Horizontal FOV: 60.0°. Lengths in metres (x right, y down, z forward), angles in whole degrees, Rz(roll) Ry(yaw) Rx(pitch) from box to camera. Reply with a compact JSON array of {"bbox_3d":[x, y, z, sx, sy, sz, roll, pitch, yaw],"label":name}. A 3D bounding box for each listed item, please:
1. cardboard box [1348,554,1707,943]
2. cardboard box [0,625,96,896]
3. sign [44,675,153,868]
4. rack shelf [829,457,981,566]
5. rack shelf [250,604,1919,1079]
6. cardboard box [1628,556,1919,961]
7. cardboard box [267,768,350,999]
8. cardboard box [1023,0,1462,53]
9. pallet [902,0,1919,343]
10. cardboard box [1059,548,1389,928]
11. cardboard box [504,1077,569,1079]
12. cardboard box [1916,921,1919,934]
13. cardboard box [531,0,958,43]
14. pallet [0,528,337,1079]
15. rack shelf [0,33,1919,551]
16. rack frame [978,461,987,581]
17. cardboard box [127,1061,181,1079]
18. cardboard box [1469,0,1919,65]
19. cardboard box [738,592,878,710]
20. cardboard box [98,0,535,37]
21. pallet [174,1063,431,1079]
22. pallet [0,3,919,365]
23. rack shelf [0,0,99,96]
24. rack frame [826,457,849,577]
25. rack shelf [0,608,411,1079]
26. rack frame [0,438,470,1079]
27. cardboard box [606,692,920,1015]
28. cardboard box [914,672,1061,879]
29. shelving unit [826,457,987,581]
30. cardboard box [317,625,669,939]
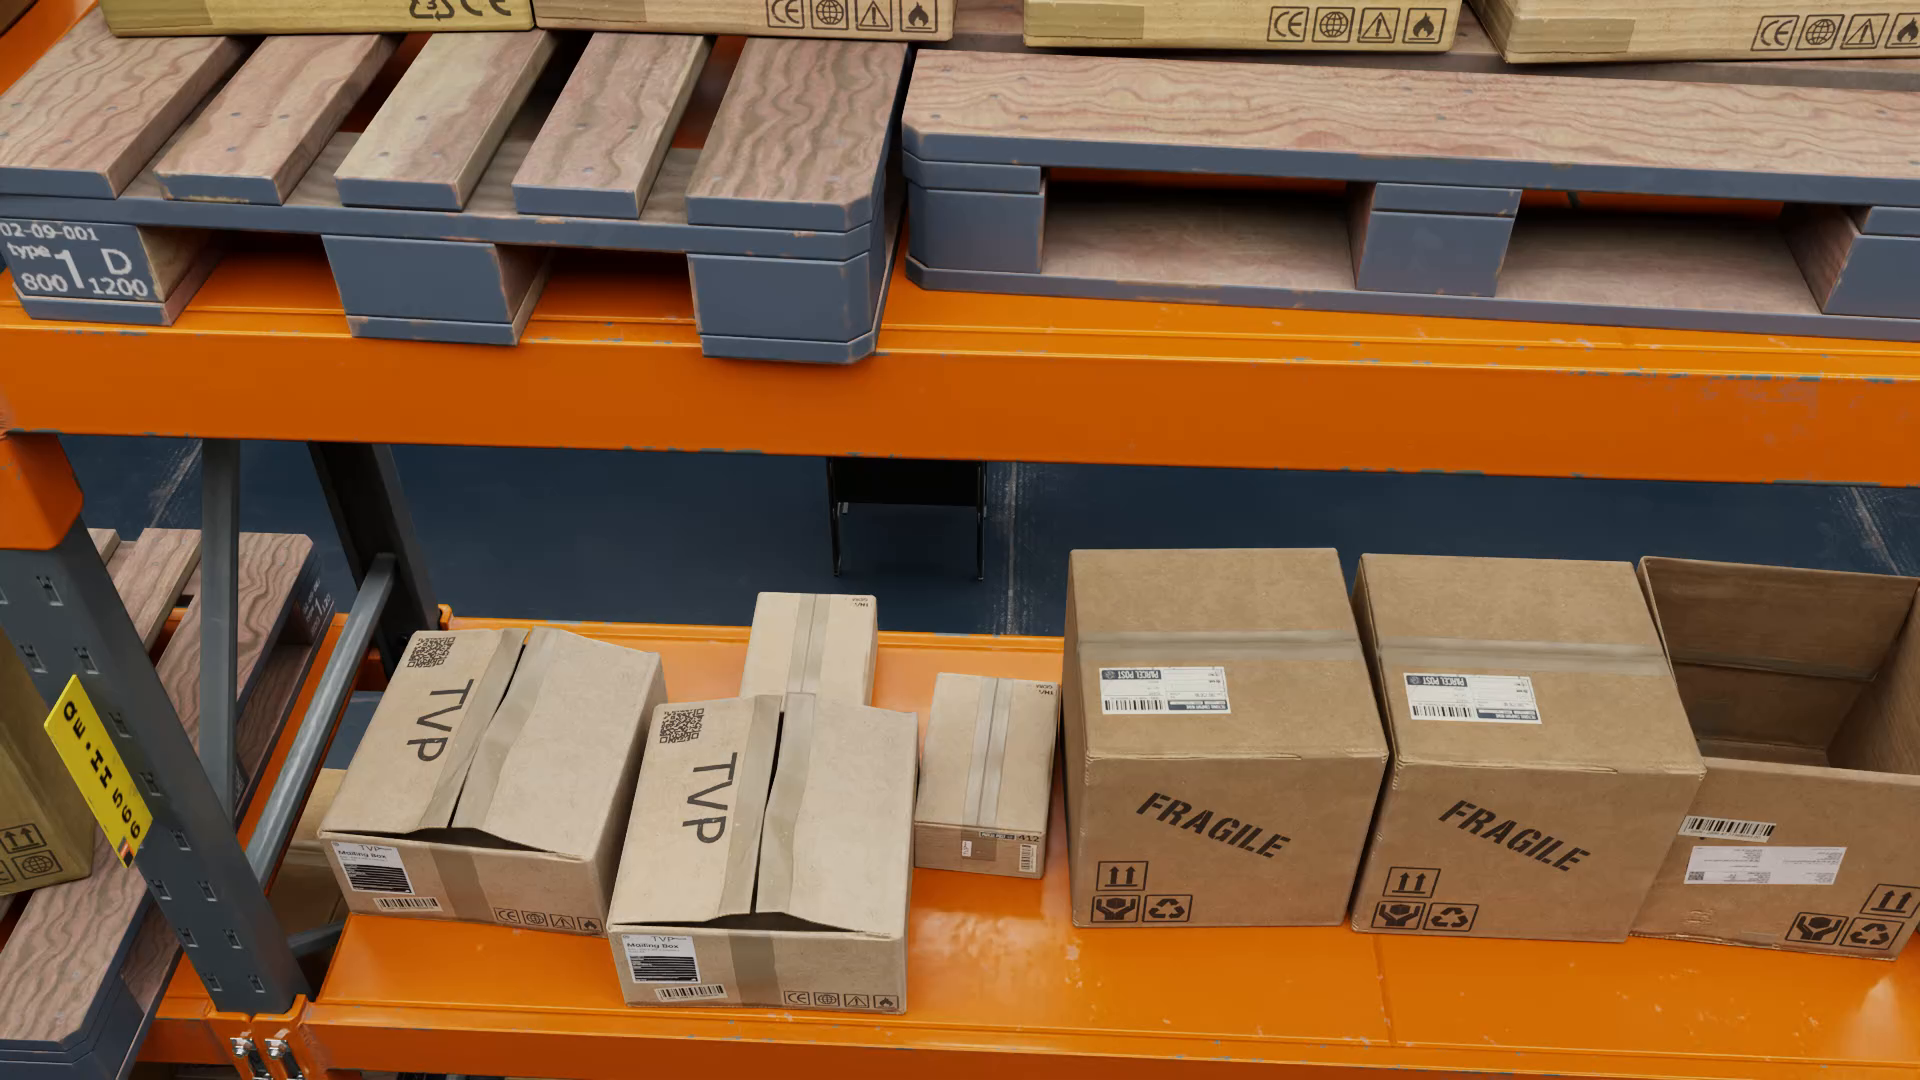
[{"bbox_3d":[0.982,0.381,3.067,0.500,0.500,0.500,2,43,2],"label":"cardboard box"},{"bbox_3d":[-1.855,0.228,2.923,0.500,0.500,0.700,-12,44,-12],"label":"cardboard box"},{"bbox_3d":[-1.236,0.336,2.397,0.005,0.325,0.100,2,43,2],"label":"sign"},{"bbox_3d":[-0.165,-0.251,5.526,0.480,0.518,0.431,2,43,2],"label":"rack shelf"},{"bbox_3d":[0.777,0.686,3.341,4.000,0.370,1.077,2,43,2],"label":"rack shelf"},{"bbox_3d":[1.482,0.397,3.050,0.500,0.500,0.500,5,43,5],"label":"cardboard box"},{"bbox_3d":[-1.663,0.906,4.088,0.500,0.500,0.500,3,43,4],"label":"cardboard box"},{"bbox_3d":[0.330,-0.831,2.042,0.500,0.250,0.500,1,43,1],"label":"cardboard box"},{"bbox_3d":[0.578,-0.675,2.212,1.213,0.211,1.003,4,43,4],"label":"pallet"},{"bbox_3d":[0.456,0.365,3.084,0.500,0.500,0.500,0,43,0],"label":"cardboard box"},{"bbox_3d":[-0.711,1.224,3.533,0.500,0.311,0.500,3,43,3],"label":"cardboard box"},{"bbox_3d":[1.888,0.631,2.970,0.258,0.266,0.396,1,43,1],"label":"cardboard box"},{"bbox_3d":[-0.241,-0.856,2.069,0.500,0.250,0.500,3,43,3],"label":"cardboard box"},{"bbox_3d":[-1.901,0.458,3.198,1.003,0.211,1.213,2,43,2],"label":"pallet"},{"bbox_3d":[0.777,-0.412,2.319,4.000,0.370,1.077,2,43,2],"label":"rack shelf"},{"bbox_3d":[0.078,-0.766,5.032,0.015,2.100,0.400,2,43,2],"label":"rack frame"},{"bbox_3d":[-2.166,1.246,3.723,0.500,0.500,0.500,3,43,4],"label":"cardboard box"},{"bbox_3d":[0.868,-0.813,2.023,0.500,0.250,0.500,-2,43,-2],"label":"cardboard box"},{"bbox_3d":[-0.310,0.293,3.420,0.250,0.149,0.380,2,43,2],"label":"cardboard box"},{"bbox_3d":[-0.765,-0.860,2.073,0.500,0.250,0.500,-1,43,-1],"label":"cardboard box"},{"bbox_3d":[-1.965,1.333,4.164,1.213,0.211,1.003,2,43,2],"label":"pallet"},{"bbox_3d":[-0.539,-0.707,2.247,1.003,0.211,1.213,4,43,4],"label":"pallet"},{"bbox_3d":[-3.219,-0.535,2.450,4.000,0.370,1.077,2,43,2],"label":"rack shelf"},{"bbox_3d":[-0.409,-0.781,5.048,0.015,2.100,0.400,2,43,2],"label":"rack frame"},{"bbox_3d":[-3.219,0.563,3.473,4.000,0.370,1.077,2,43,2],"label":"rack shelf"},{"bbox_3d":[-1.221,0.361,3.162,0.127,3.000,1.000,2,43,2],"label":"rack frame"},{"bbox_3d":[-0.336,0.553,3.021,0.500,0.311,0.500,1,43,1],"label":"cardboard box"},{"bbox_3d":[0.055,0.454,3.246,0.250,0.149,0.380,5,43,5],"label":"cardboard box"},{"bbox_3d":[-0.165,-0.773,5.040,0.503,2.100,0.431,2,43,2],"label":"shelving unit"},{"bbox_3d":[-0.860,0.435,3.148,0.500,0.311,0.500,4,43,5],"label":"cardboard box"}]
